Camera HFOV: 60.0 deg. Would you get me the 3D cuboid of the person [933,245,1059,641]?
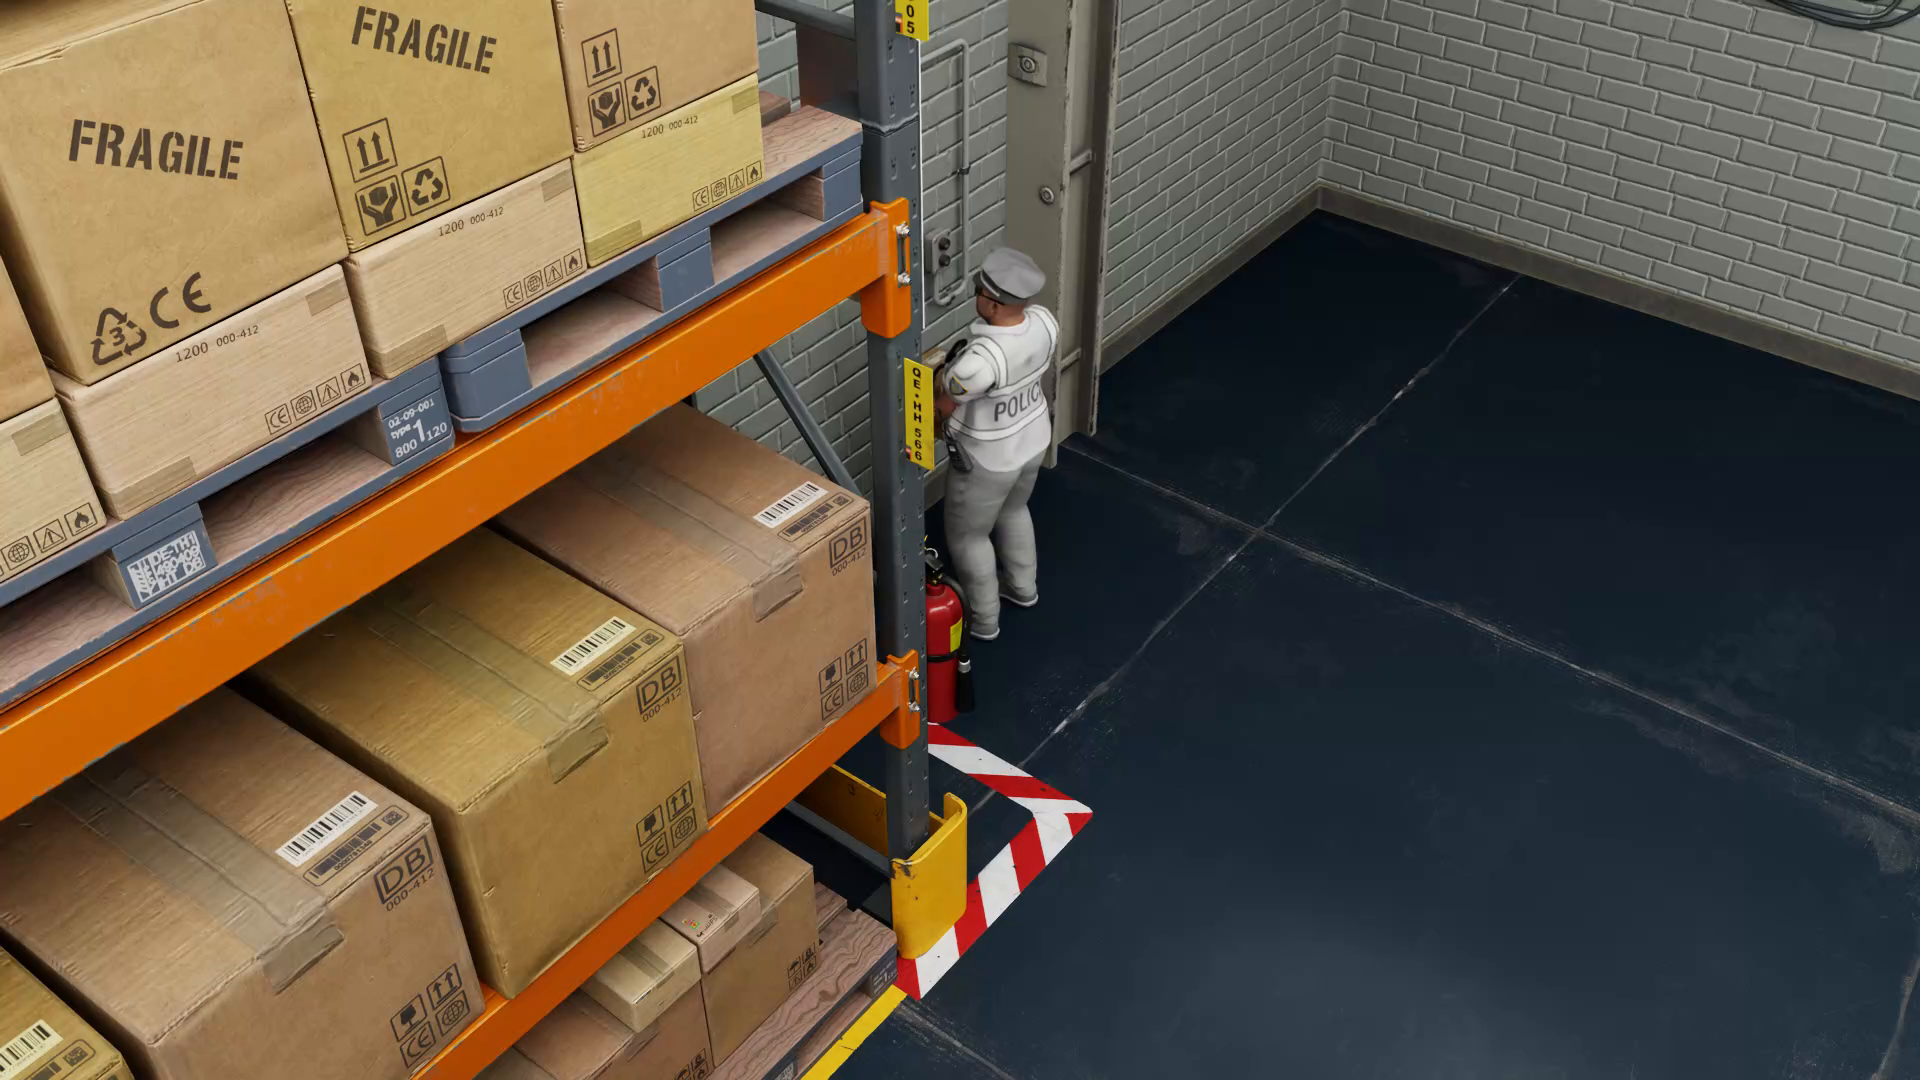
[{"bbox_3d":[0.066,-0.400,6.641,0.556,1.763,0.494,26,46,29],"label":"person"}]
